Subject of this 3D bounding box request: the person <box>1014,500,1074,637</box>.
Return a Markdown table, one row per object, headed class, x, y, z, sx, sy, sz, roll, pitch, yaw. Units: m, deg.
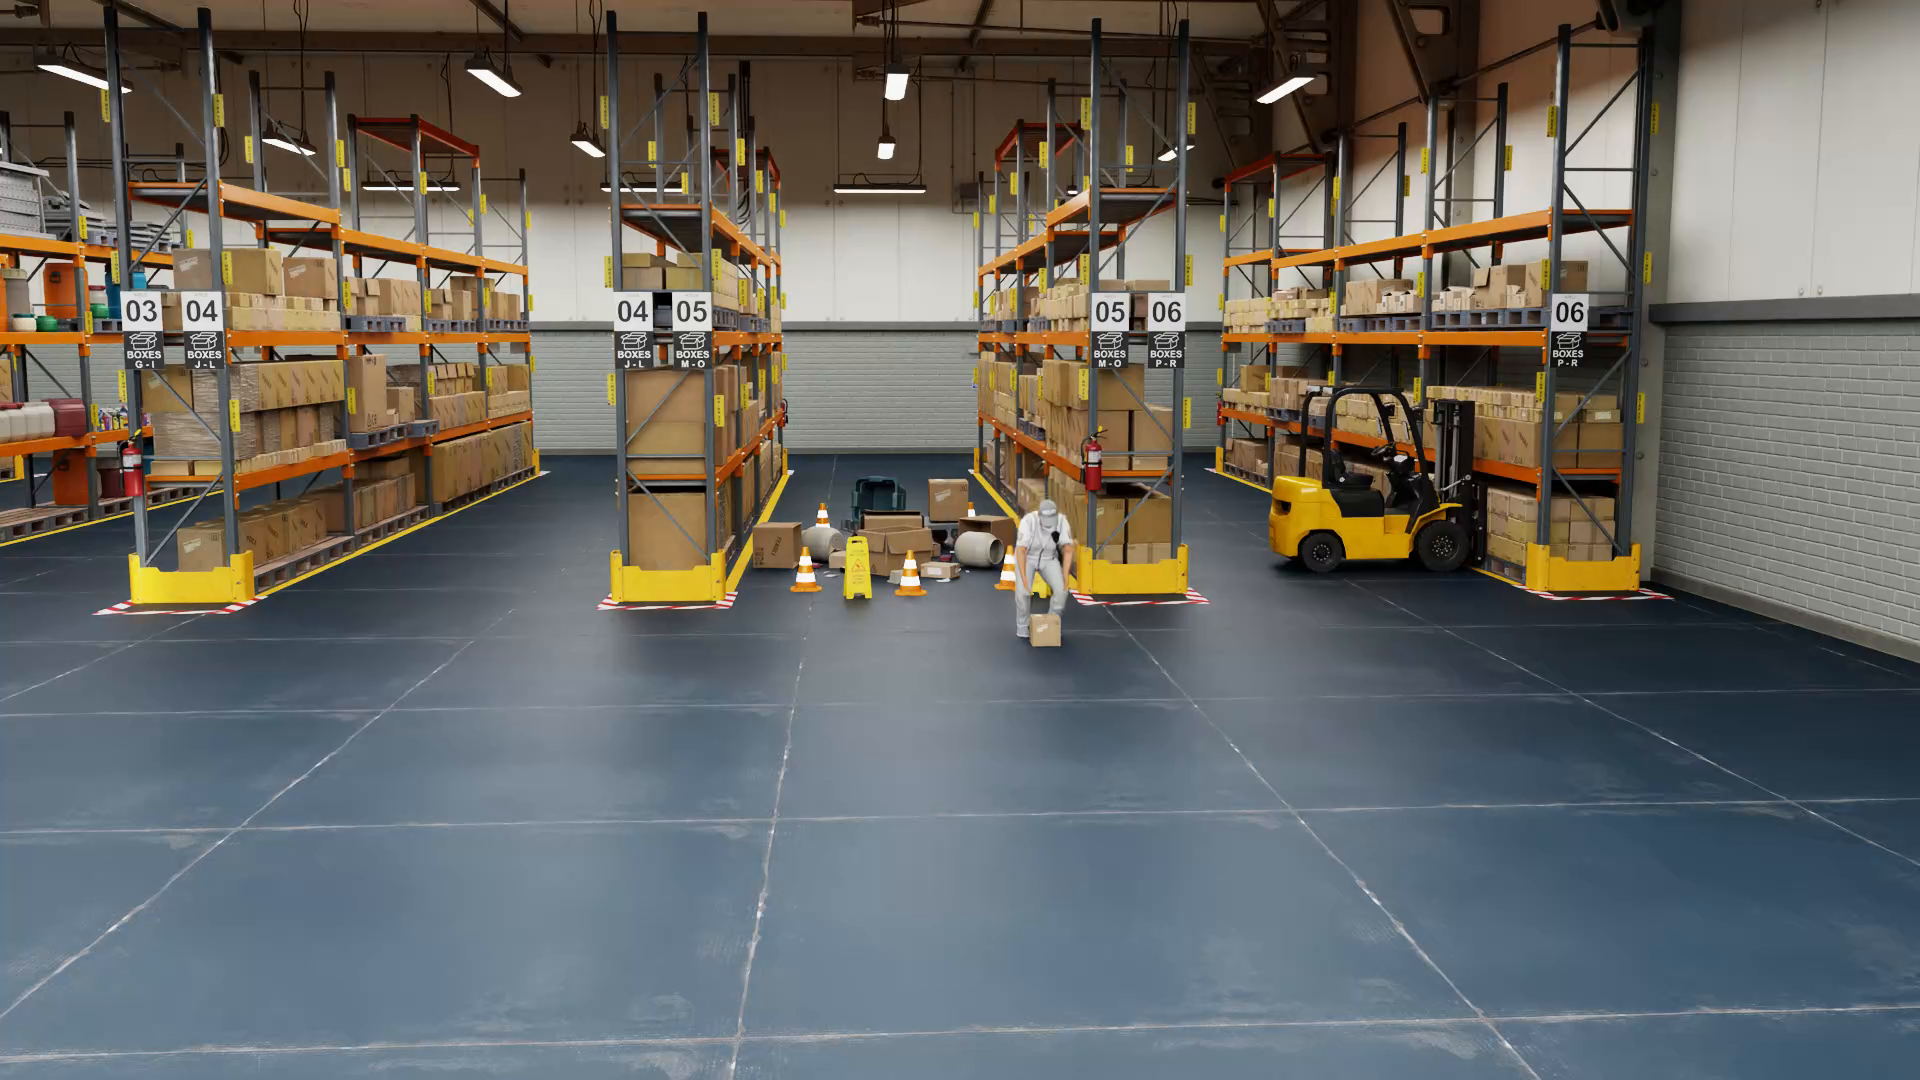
| class | x | y | z | sx | sy | sz | roll | pitch | yaw |
| --- | --- | --- | --- | --- | --- | --- | --- | --- | --- |
| person | 0.766 | 0.248 | 15.278 | 0.537 | 1.294 | 0.773 | 0 | 7 | -4 |
